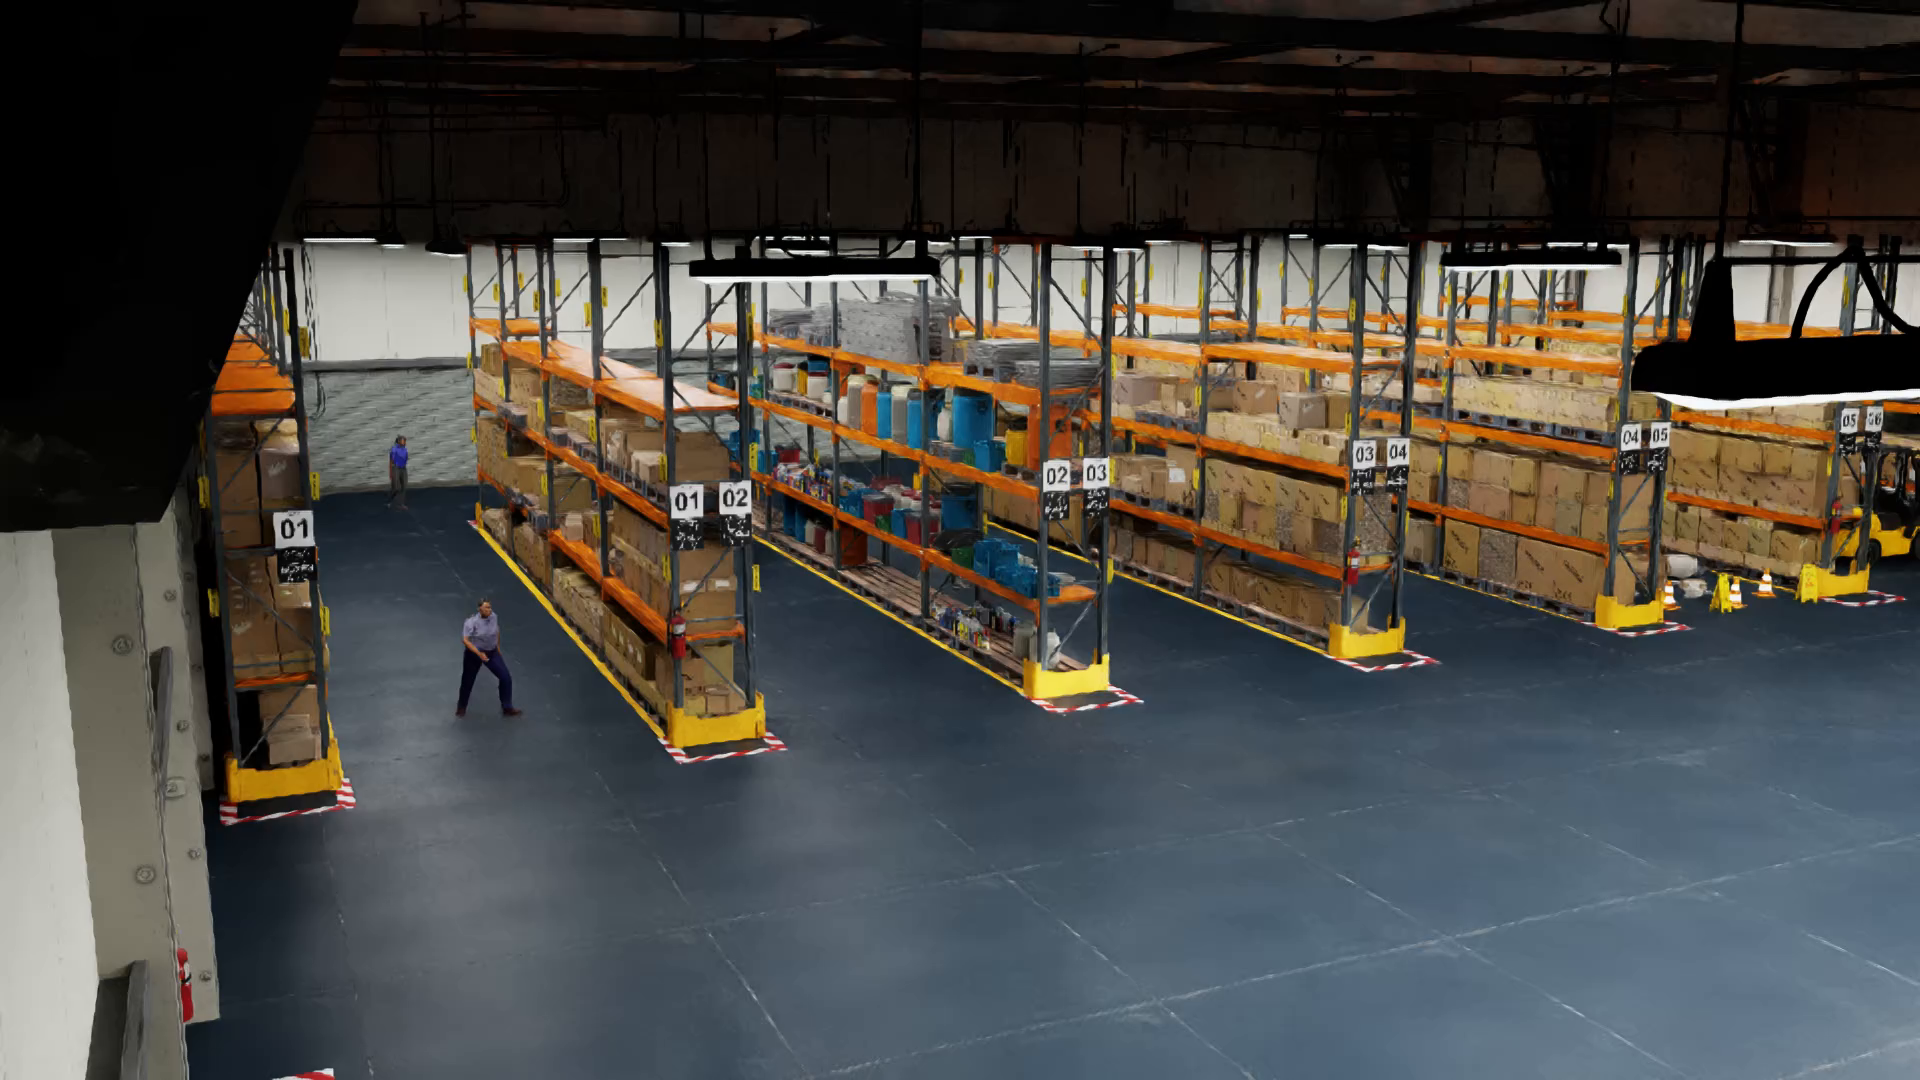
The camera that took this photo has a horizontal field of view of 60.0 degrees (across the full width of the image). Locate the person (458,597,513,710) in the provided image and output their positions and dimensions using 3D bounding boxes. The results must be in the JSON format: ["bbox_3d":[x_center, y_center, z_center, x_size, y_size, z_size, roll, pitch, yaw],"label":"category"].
[{"bbox_3d":[-6.043,1.464,21.214,0.591,1.513,0.529,-9,14,-40],"label":"person"}]

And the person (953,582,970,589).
[{"bbox_3d":[-0.326,0.023,28.607,0.701,1.662,0.857,-9,14,-39],"label":"person"}]

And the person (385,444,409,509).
[{"bbox_3d":[-12.422,-1.411,36.633,0.528,1.447,0.509,6,13,29],"label":"person"}]
